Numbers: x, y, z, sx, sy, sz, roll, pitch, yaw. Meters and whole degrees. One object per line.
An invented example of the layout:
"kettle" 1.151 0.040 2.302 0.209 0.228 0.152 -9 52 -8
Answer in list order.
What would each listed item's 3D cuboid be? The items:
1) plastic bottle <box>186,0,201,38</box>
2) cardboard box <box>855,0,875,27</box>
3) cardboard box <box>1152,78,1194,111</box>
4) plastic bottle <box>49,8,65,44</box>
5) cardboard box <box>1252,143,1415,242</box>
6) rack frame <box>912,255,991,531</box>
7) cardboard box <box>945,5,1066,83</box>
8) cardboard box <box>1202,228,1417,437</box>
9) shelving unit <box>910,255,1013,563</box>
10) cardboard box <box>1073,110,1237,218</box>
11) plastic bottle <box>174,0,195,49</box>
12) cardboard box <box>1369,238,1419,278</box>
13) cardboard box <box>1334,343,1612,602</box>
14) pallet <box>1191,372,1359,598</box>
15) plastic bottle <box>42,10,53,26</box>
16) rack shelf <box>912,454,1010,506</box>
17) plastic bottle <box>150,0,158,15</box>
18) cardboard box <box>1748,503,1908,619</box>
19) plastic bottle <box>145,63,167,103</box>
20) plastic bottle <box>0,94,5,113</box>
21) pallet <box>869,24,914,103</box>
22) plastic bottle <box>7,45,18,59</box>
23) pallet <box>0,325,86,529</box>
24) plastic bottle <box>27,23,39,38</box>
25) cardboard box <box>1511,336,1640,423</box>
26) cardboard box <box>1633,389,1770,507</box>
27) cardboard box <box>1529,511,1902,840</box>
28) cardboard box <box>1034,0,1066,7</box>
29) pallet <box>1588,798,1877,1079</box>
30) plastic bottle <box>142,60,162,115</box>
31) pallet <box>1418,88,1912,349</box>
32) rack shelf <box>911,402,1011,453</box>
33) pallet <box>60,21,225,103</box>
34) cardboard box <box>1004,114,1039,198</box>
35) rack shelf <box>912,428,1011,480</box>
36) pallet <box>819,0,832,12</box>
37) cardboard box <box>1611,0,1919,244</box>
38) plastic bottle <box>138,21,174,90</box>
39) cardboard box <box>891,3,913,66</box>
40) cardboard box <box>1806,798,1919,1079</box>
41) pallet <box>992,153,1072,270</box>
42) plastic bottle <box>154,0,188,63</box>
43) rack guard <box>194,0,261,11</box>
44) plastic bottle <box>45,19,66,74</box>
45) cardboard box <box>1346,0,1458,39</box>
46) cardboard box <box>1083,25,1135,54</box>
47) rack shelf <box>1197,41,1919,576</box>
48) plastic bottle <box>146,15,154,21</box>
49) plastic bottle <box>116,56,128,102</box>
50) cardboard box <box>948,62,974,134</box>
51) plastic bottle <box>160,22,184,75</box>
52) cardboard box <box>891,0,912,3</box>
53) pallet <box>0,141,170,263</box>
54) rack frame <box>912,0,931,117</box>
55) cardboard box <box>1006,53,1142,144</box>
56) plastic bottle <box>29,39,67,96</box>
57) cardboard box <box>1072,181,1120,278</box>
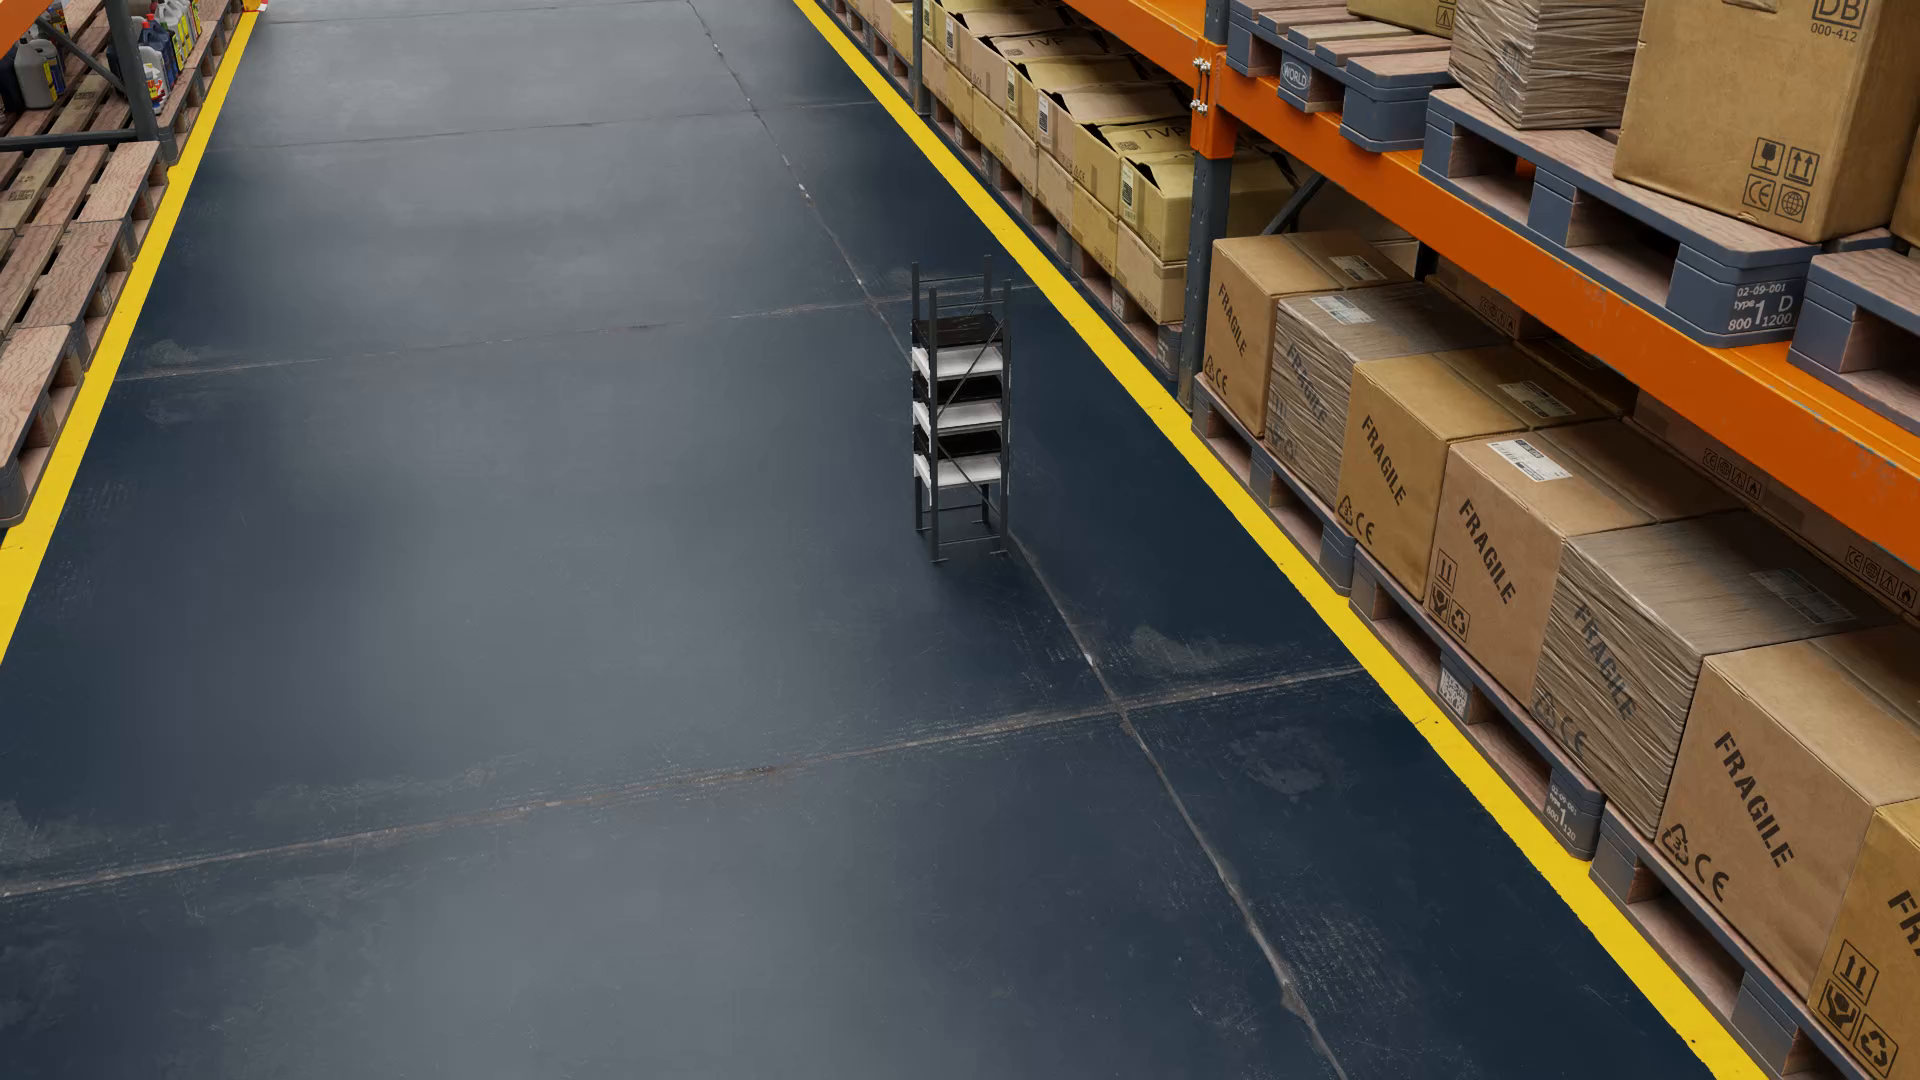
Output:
"plastic bottle" -4.645 -3.183 10.027 0.061 0.283 0.133 -7 31 -12
"cardboard box" -0.369 -3.445 10.533 0.500 0.250 0.500 -8 31 -13
"cardboard box" 1.160 -1.870 7.251 0.500 0.311 0.500 -9 31 -15
"plastic bottle" -5.395 -3.063 9.902 0.097 0.201 0.097 0 30 0
"cardboard box" 1.441 -1.370 6.389 0.500 0.311 0.500 -7 31 -12
"rack frame" -0.025 -0.435 5.103 0.240 0.900 0.006 -8 31 -13
"cardboard box" 0.232 -2.535 8.401 0.500 0.311 0.500 -8 31 -14
"cardboard box" 1.142 -0.695 5.512 0.500 0.500 0.500 -7 31 -11
"shelving unit" 0.002 -0.386 5.018 0.258 0.900 0.210 -8 31 -13
"cardboard box" 0.776 -1.549 6.697 0.500 0.311 0.500 -8 31 -14
"plastic bottle" -4.616 -3.041 9.790 0.152 0.276 0.135 -9 31 -15
"cardboard box" 1.441 -1.128 6.529 0.500 0.250 0.500 -8 31 -13
"cardboard box" 1.415 -0.200 4.657 0.500 0.500 0.500 -8 31 -14
"pallet" 1.458 -0.271 5.508 1.003 0.211 1.213 -8 31 -13
"plastic bottle" -5.332 -2.978 9.685 0.097 0.271 0.097 0 30 0
"rack shelf" 0.002 -0.201 5.125 0.258 0.077 0.200 -8 31 -13
"plastic bottle" -4.755 -3.097 9.879 0.061 0.283 0.133 -8 31 -13
"cardboard box" 2.187 0.215 3.940 0.500 0.500 0.500 -7 31 -13
"plastic bottle" -4.258 -2.409 8.771 0.097 0.201 0.097 0 30 0
"plastic bottle" -4.987 -2.322 8.540 0.061 0.283 0.133 -6 31 -11
"pallet" 0.064 -2.959 10.151 1.003 0.211 1.213 -8 31 -13
"plastic bottle" -5.041 -2.528 8.829 0.144 0.351 0.185 -9 31 -16
"pallet" -3.648 -0.360 5.660 1.003 0.211 1.213 -8 31 -13
"plastic bottle" -5.167 -2.731 9.254 0.152 0.276 0.135 -7 31 -12
"cardboard box" 1.908 -0.282 4.799 0.500 0.500 0.500 -9 31 -15
"cardboard box" 2.066 -0.336 4.144 0.500 0.250 0.500 -8 31 -14
"cardboard box" 1.695 0.297 3.798 0.500 0.500 0.500 -7 31 -13
"cardboard box" 0.619 -2.853 8.950 0.500 0.311 0.500 -8 31 -13
"pallet" 2.106 0.907 3.472 1.003 0.211 1.213 -8 31 -13
"plastic bottle" -4.204 -2.341 8.584 0.097 0.271 0.097 0 30 0
"pallet" 1.817 -0.822 3.868 1.003 0.211 1.213 -8 31 -13
"rack shelf" 0.002 -0.357 5.034 0.258 0.077 0.200 -8 31 -13
"pallet" -5.007 -2.832 9.933 1.003 0.211 1.213 -8 31 -13
"cardboard box" 0.512 -1.797 7.686 0.500 0.250 0.500 -7 31 -12
"rack shelf" 0.002 -0.279 5.080 0.258 0.077 0.200 -8 31 -13
"pallet" -0.583 -4.137 12.187 1.003 0.211 1.213 -8 31 -13
"cardboard box" 1.830 -0.982 3.433 0.700 0.500 0.500 -16 34 -26
"plastic bottle" -4.356 -2.608 8.967 0.144 0.351 0.185 -7 31 -12
"cardboard box" -0.099 -2.962 9.699 0.500 0.250 0.500 -8 31 -13
"cardboard box" 1.951 0.779 2.965 0.500 0.500 0.500 -8 31 -14
"pallet" 0.796 -1.628 7.852 1.003 0.211 1.213 -8 31 -13
"plastic bottle" -4.519 -2.904 9.479 0.144 0.351 0.185 -8 31 -14
"rack guard" -5.538 -3.939 11.556 1.175 0.500 0.348 -8 31 -13
"plastic bottle" -5.064 -2.749 9.277 0.061 0.283 0.133 -8 31 -13
"cardboard box" 1.572 -1.780 4.811 0.700 0.500 0.500 -19 35 -30
"cardboard box" 0.893 -2.361 8.100 0.500 0.311 0.500 -8 31 -13
"rack shelf" 1.827 -0.567 3.953 1.077 0.370 4.000 -8 31 -13
"plastic bottle" -4.731 -2.984 9.764 0.097 0.201 0.097 0 30 0
"plastic bottle" -4.418 -2.484 8.820 0.061 0.283 0.133 -8 31 -13
"cardboard box" 0.238 -2.293 8.542 0.500 0.250 0.500 -7 31 -12
"plastic bottle" -4.410 -2.755 9.288 0.061 0.283 0.133 -6 31 -11
"cardboard box" -0.220 -3.530 9.931 0.500 0.500 0.500 -8 31 -13
"pallet" -4.296 -1.538 7.696 1.003 0.211 1.213 -8 31 -13
"rack frame" 0.235 -3.776 8.779 1.000 3.000 0.127 -8 31 -13
"cardboard box" 0.514 -2.035 7.538 0.500 0.311 0.500 -7 31 -12
"plastic bottle" -4.905 -2.528 8.903 0.152 0.276 0.135 -8 31 -13
"cardboard box" 0.782 -1.306 6.837 0.500 0.250 0.500 -8 31 -14
